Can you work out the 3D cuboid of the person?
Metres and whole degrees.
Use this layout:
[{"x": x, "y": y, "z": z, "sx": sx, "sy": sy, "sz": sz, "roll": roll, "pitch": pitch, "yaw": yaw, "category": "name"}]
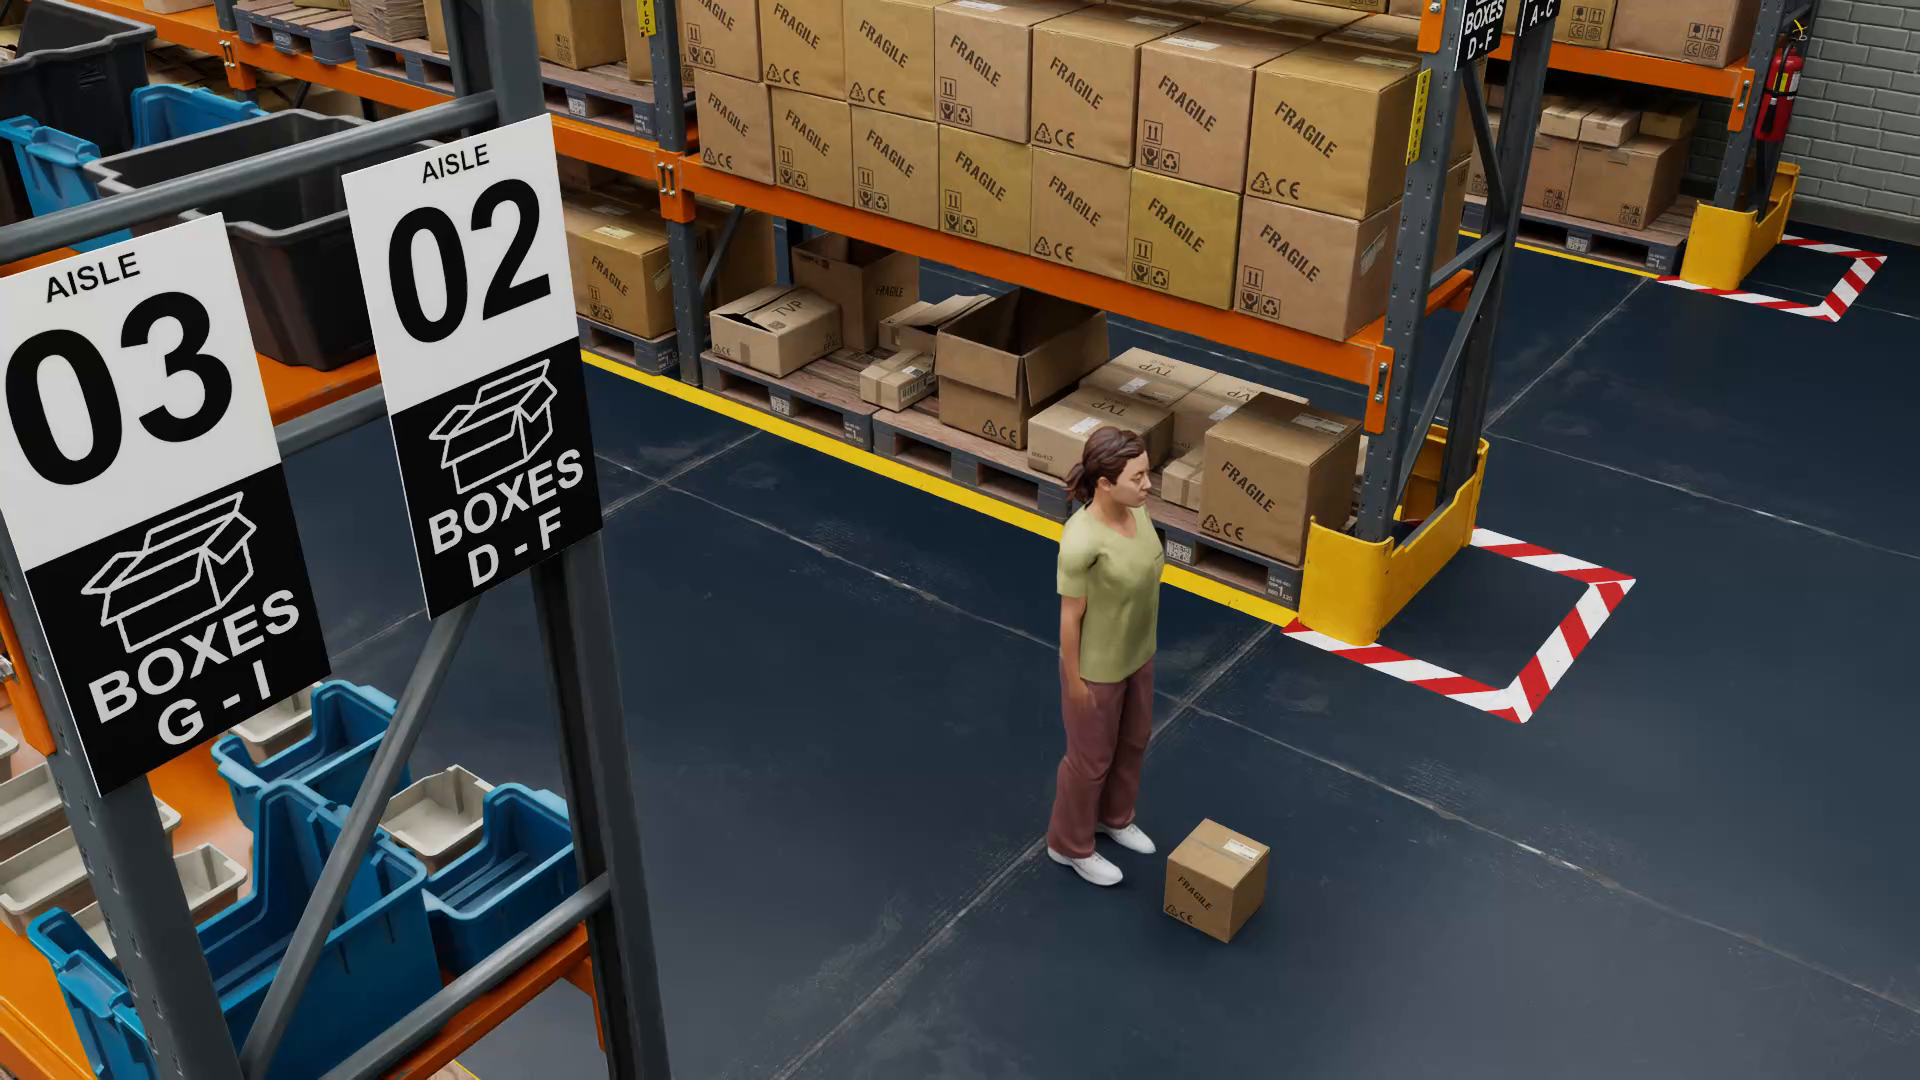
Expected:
[{"x": 0.483, "y": 0.398, "z": 5.502, "sx": 0.357, "sy": 1.695, "sz": 0.441, "roll": 22, "pitch": 37, "yaw": 32, "category": "person"}]
